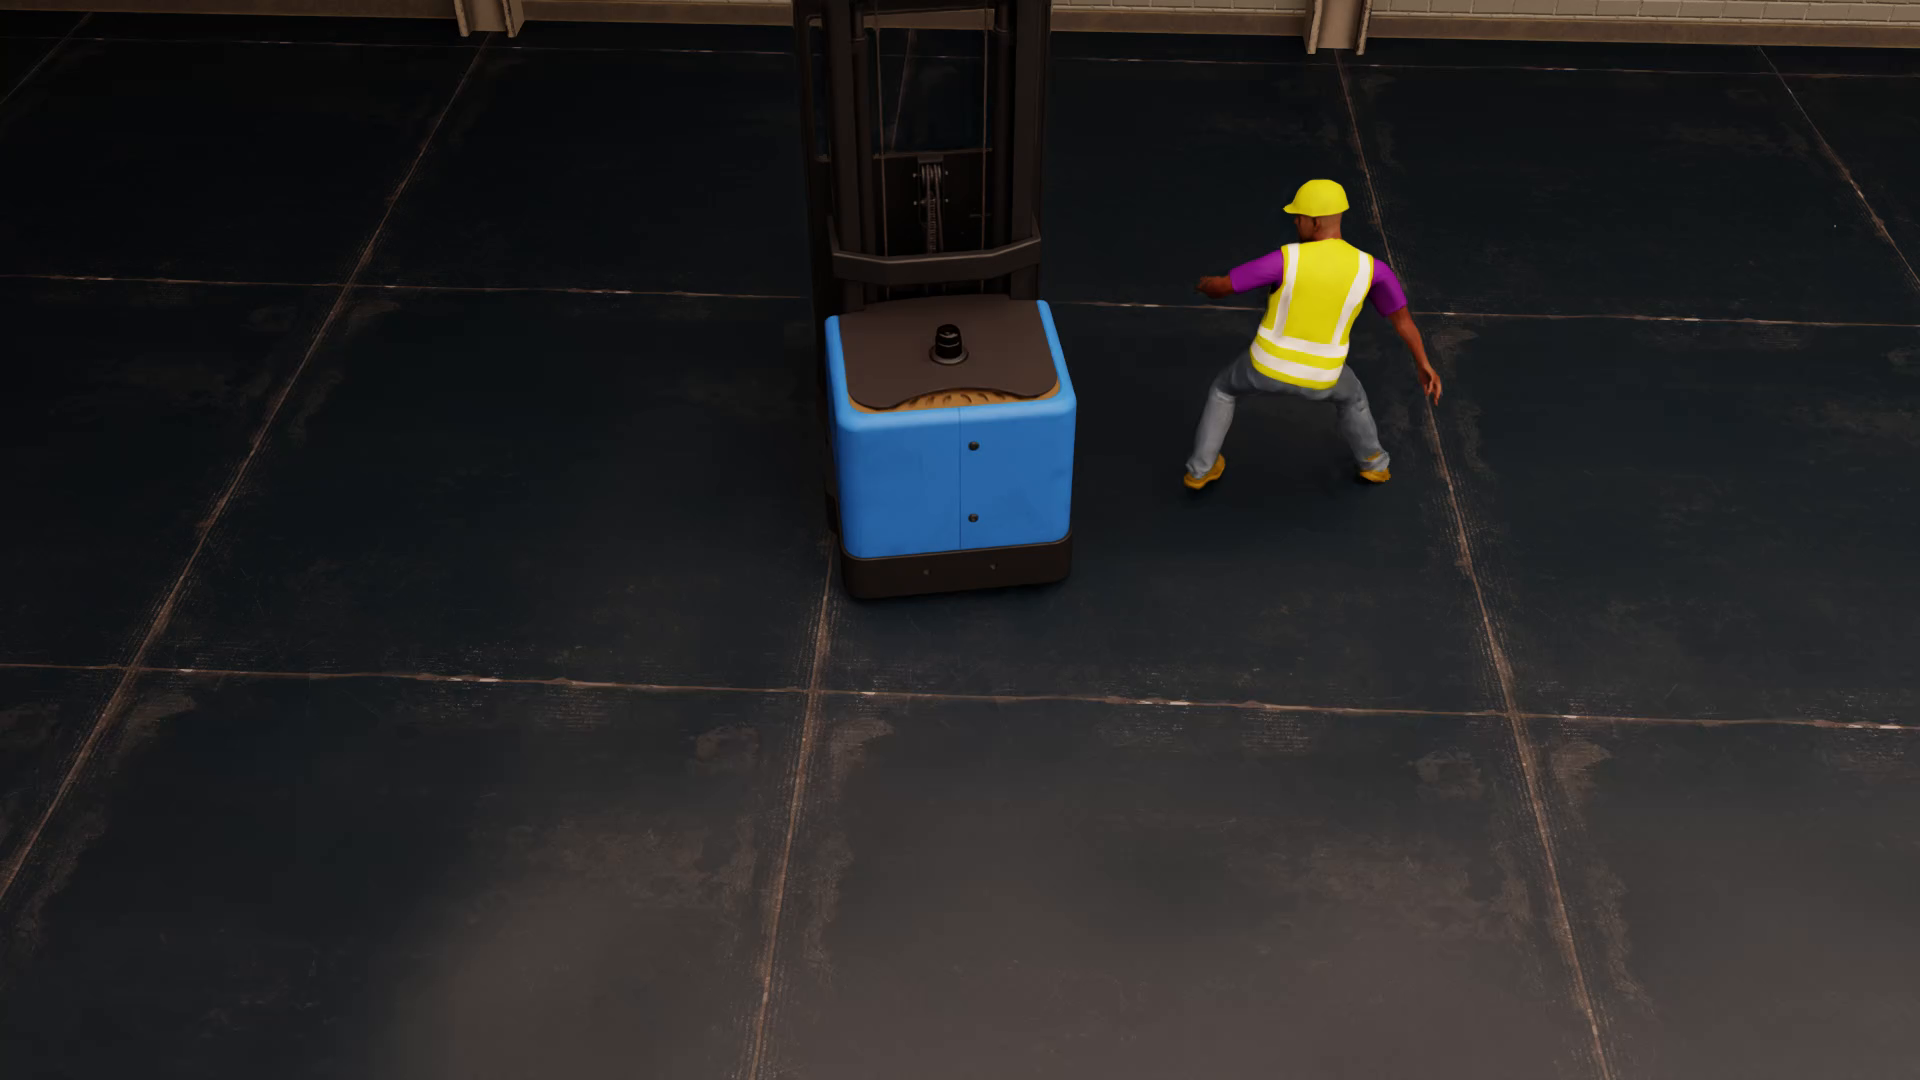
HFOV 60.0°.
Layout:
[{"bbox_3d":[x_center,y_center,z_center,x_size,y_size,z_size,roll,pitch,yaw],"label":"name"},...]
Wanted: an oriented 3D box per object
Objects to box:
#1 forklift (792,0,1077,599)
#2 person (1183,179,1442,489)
[{"bbox_3d":[-0.192,-1.812,7.728,1.130,2.935,3.031,-5,43,-5],"label":"forklift"},{"bbox_3d":[1.630,-0.834,7.730,1.153,1.721,0.568,7,43,8],"label":"person"}]
